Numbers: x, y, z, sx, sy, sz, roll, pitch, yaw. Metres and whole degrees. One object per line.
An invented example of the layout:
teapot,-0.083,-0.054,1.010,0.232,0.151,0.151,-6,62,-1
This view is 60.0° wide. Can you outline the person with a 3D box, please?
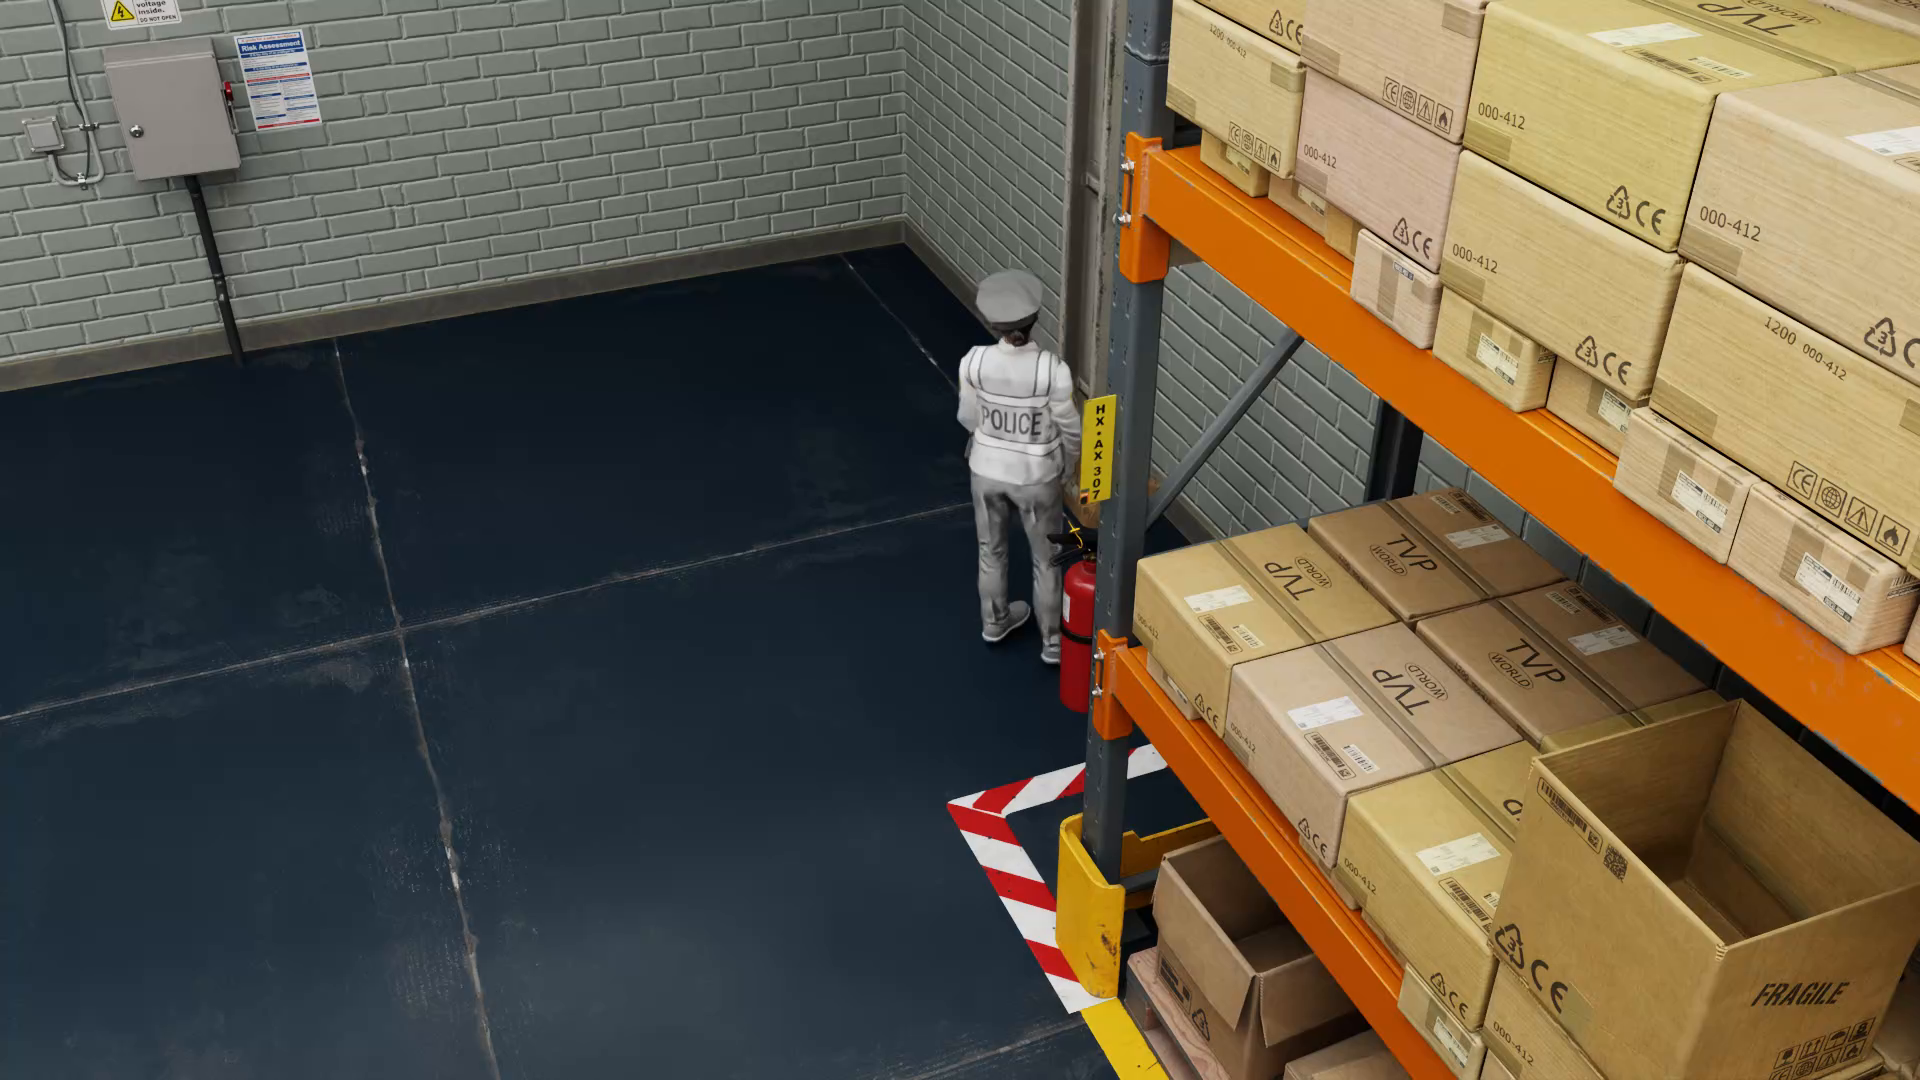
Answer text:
person,0.267,-0.267,6.490,0.558,1.692,0.447,10,35,15
